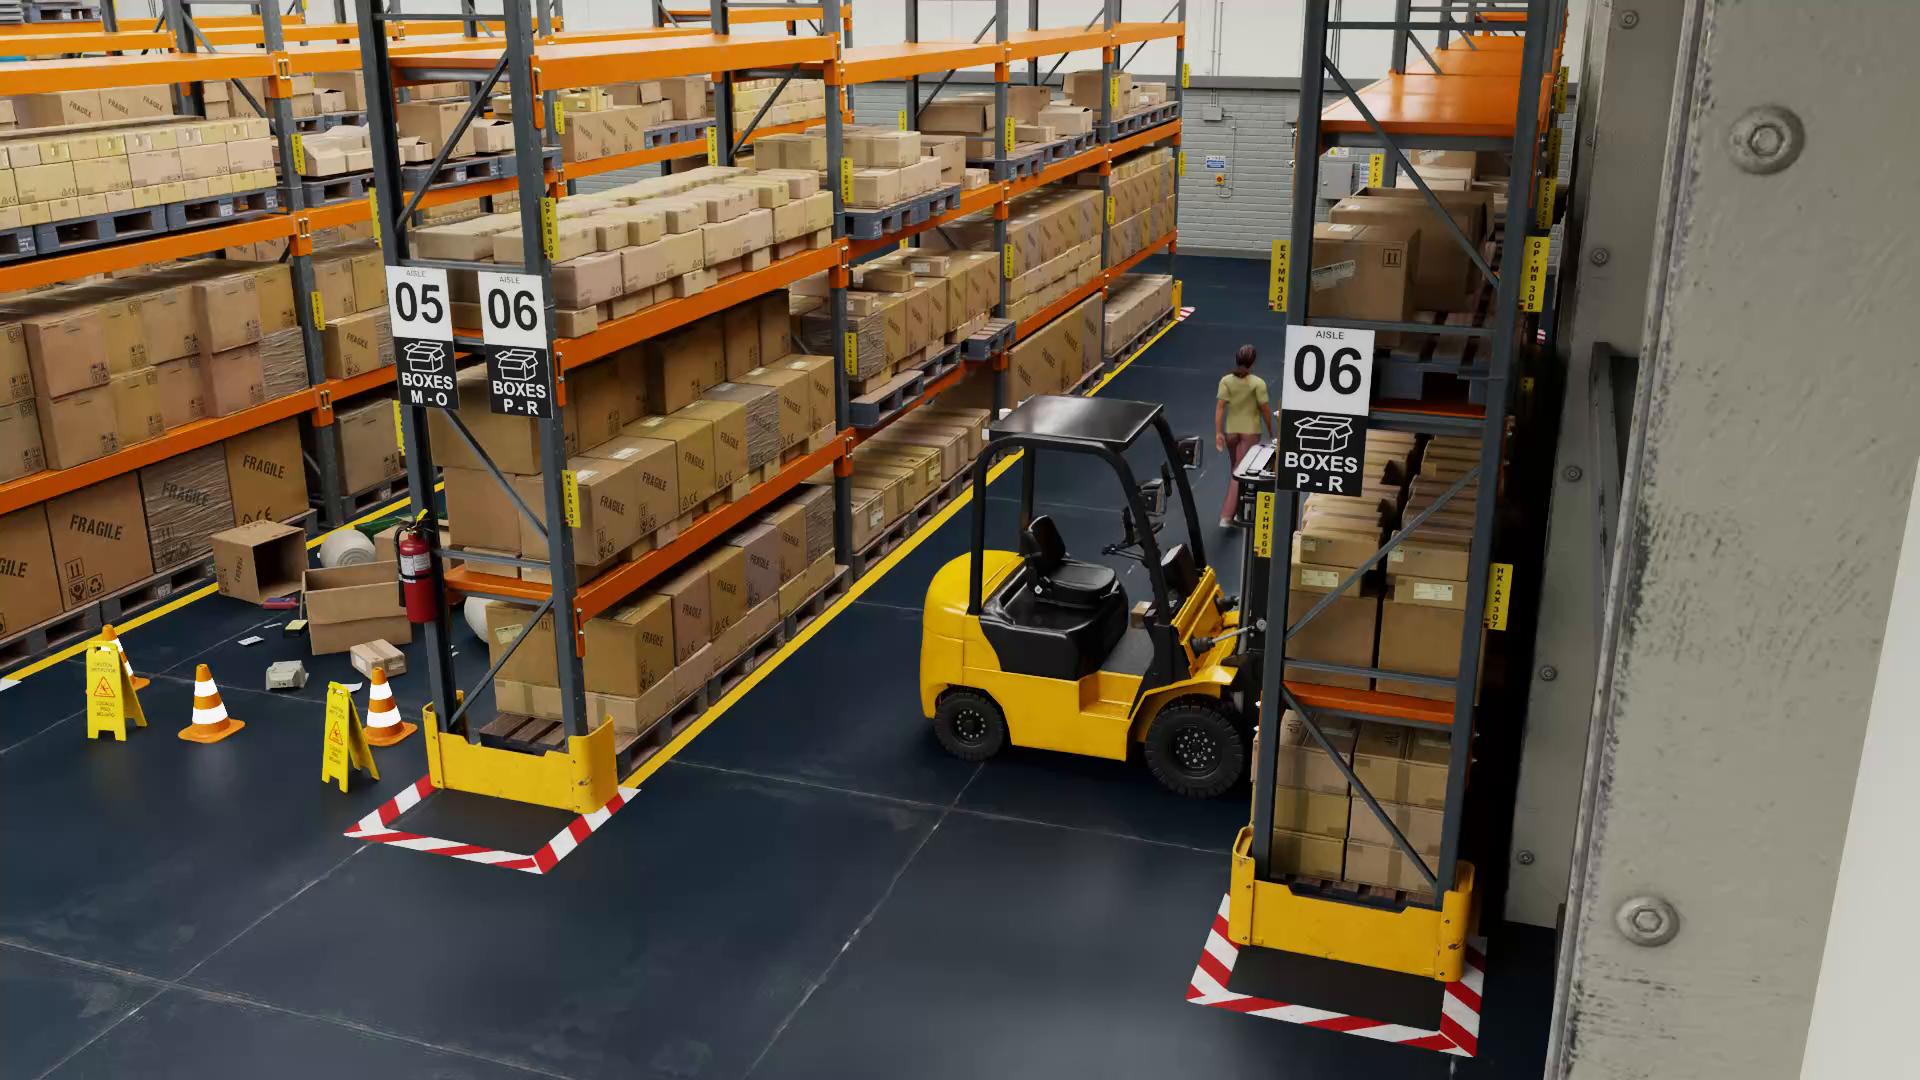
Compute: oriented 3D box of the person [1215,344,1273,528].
[{"bbox_3d":[2.568,-0.974,14.909,0.455,1.612,0.997,11,22,30],"label":"person"}]
